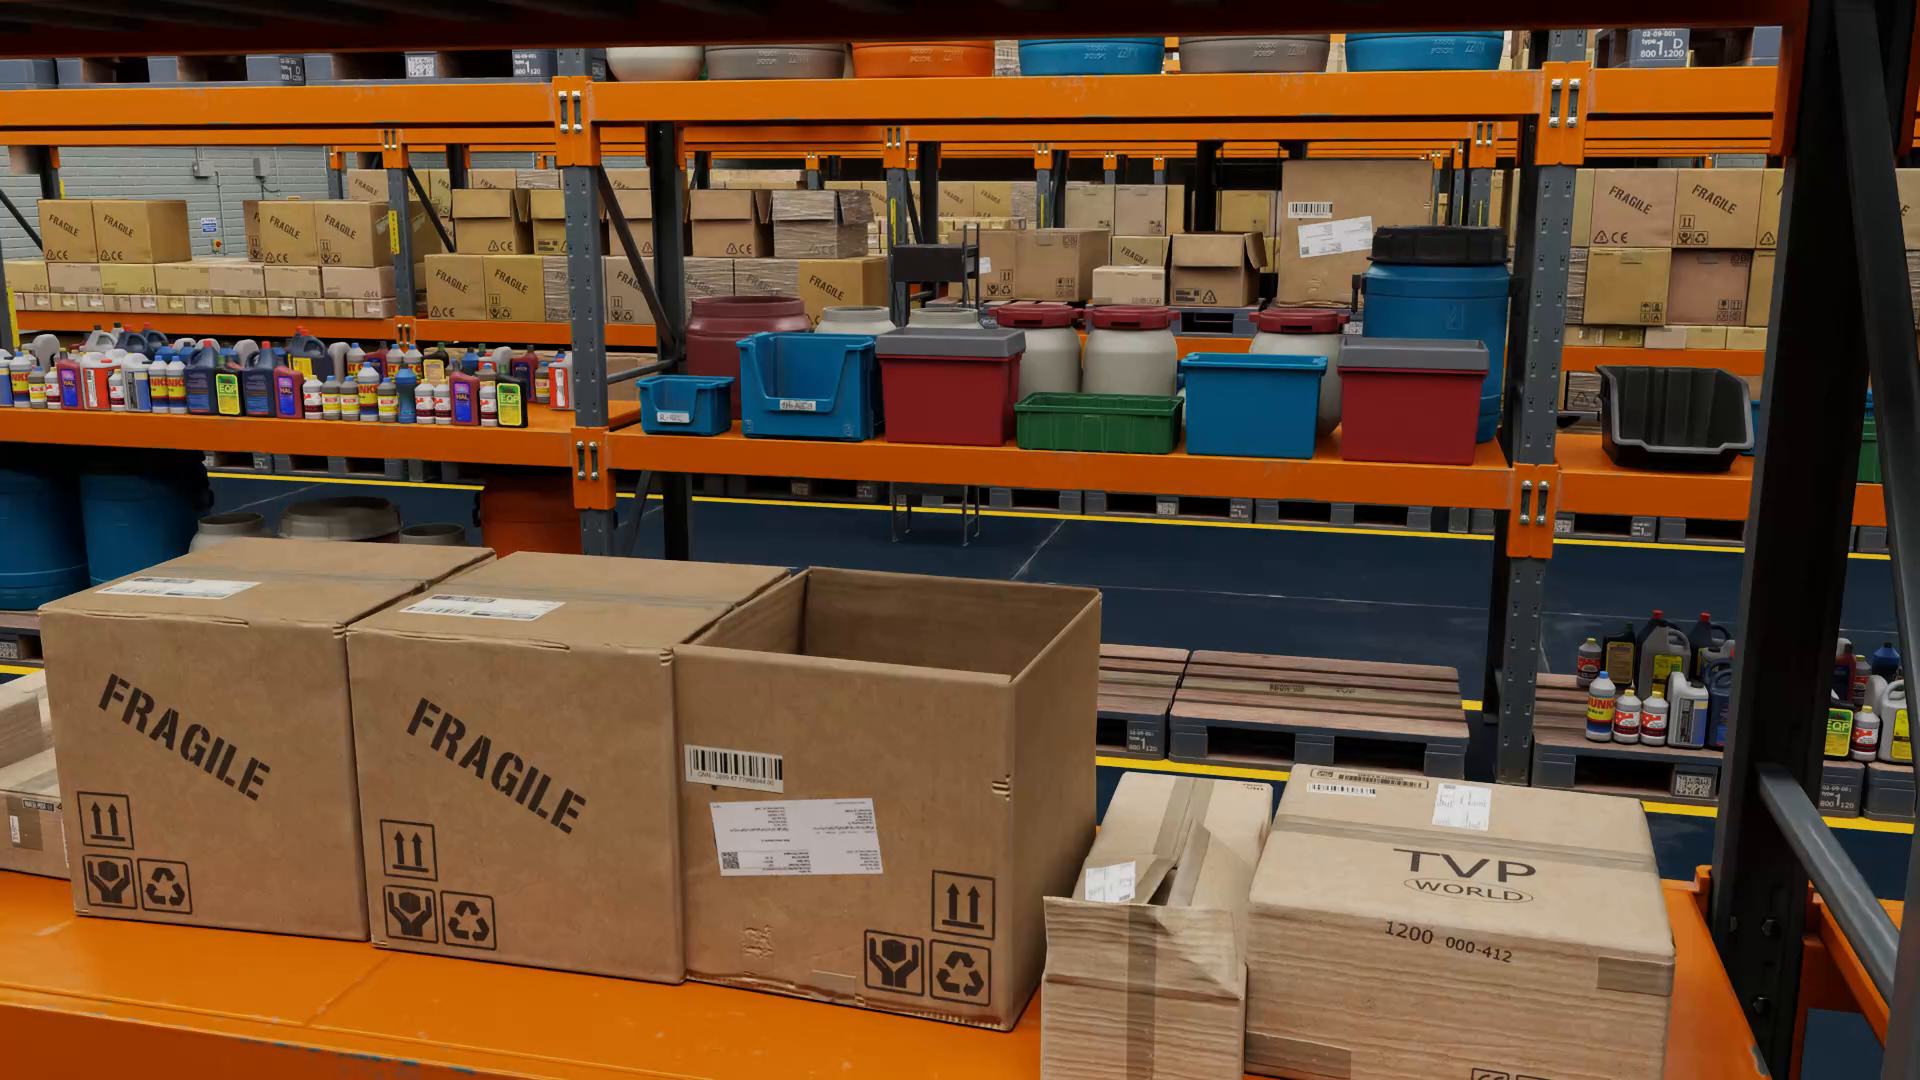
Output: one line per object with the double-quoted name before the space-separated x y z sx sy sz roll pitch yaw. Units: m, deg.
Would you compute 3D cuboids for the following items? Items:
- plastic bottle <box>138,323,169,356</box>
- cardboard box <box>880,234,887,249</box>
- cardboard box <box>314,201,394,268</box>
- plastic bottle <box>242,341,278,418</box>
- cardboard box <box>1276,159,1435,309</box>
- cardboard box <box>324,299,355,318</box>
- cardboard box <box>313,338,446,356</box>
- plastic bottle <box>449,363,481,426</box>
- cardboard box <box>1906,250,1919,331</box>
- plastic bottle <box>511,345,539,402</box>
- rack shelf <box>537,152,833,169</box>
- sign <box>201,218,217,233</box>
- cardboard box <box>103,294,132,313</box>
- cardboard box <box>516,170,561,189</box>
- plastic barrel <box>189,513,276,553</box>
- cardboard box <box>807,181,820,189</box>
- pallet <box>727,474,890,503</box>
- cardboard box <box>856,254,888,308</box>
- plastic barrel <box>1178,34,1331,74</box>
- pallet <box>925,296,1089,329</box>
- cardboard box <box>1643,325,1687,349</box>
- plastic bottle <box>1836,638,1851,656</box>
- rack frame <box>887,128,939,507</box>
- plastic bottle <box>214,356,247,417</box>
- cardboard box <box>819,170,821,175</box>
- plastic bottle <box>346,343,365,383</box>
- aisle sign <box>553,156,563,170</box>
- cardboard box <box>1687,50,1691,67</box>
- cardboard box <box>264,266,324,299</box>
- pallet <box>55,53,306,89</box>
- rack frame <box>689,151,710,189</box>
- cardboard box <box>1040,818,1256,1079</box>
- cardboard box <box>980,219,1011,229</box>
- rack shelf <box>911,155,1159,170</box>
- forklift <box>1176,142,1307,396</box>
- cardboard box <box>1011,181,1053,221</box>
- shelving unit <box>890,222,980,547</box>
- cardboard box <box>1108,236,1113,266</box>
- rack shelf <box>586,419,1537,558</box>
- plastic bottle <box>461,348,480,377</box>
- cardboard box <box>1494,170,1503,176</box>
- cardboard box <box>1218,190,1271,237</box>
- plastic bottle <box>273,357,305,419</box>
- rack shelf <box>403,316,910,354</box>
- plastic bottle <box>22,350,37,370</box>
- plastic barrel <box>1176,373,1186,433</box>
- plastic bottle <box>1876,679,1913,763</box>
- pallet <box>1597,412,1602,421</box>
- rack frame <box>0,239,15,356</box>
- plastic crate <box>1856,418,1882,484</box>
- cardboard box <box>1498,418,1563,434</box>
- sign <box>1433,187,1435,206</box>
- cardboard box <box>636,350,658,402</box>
"plastic bottle" -4.265 -0.972 8.802 0.185 0.351 0.144 3 13 14
"cardboard box" -0.647 -3.066 17.054 0.250 0.149 0.380 3 13 13
"cardboard box" -4.739 -2.431 13.196 0.500 0.500 0.500 3 13 15
"plastic bottle" -3.281 -0.760 7.848 0.185 0.351 0.144 3 13 14
"cardboard box" 2.801 -2.179 11.776 1.000 1.000 1.000 3 13 14
"cardboard box" -4.854 -1.863 13.287 0.250 0.149 0.380 3 13 15
"cardboard box" -4.850 -1.245 13.854 0.875 0.875 0.875 3 13 14
"plastic bottle" -2.251 -0.663 7.566 0.133 0.283 0.061 3 13 14
"cardboard box" 5.905 -1.667 10.905 0.500 0.500 0.875 3 13 14
"plastic bottle" -2.183 -0.837 8.349 0.133 0.283 0.061 3 13 14
"rack shelf" -3.796 -5.327 23.053 4.000 0.370 1.077 3 13 14
"sign" -11.289 -4.730 25.004 0.001 0.218 0.327 3 13 14
"cardboard box" -6.848 -1.970 13.767 0.250 0.149 0.380 3 13 12
"cardboard box" -4.460 -3.768 18.068 0.500 0.500 0.500 3 13 15
"plastic barrel" -3.677 0.142 8.442 0.421 0.512 0.421 0 13 0
"cardboard box" -2.259 -4.722 23.054 0.500 0.500 0.500 3 13 14
"pallet" -1.093 -0.514 13.061 1.213 0.211 1.003 3 13 14
"cardboard box" -0.752 -1.949 12.864 0.500 0.500 0.500 3 13 15
"plastic barrel" 1.171 -2.293 6.560 0.600 0.901 0.600 0 13 0
"pallet" 0.372 -1.710 12.458 1.003 0.211 1.213 3 13 14
"cardboard box" 4.642 -1.358 11.009 0.250 0.149 0.380 3 13 14
"plastic bottle" 3.703 0.555 7.081 0.135 0.276 0.152 3 13 15
"rack frame" -0.345 -1.818 12.503 0.127 3.000 1.000 3 13 14
"plastic bottle" -3.445 -0.727 7.853 0.133 0.283 0.061 3 13 14
"cardboard box" -2.099 -5.034 22.962 0.250 0.149 0.380 3 13 13
"plastic bottle" -3.102 -0.876 8.553 0.097 0.271 0.097 0 13 0
"aisle sign" -5.733 -5.655 23.797 0.004 0.787 0.394 3 13 14
"cardboard box" 4.562 -3.093 10.750 0.250 0.149 0.380 3 13 15
"cardboard box" -5.223 -2.092 13.396 0.500 0.250 0.500 3 13 15
"pallet" -3.529 -2.278 8.087 1.213 0.211 1.003 3 13 14
"rack frame" -2.942 -3.063 18.116 0.127 3.000 1.000 3 13 14
"cardboard box" 0.264 0.531 2.225 0.258 0.266 0.396 3 13 12
"cardboard box" 0.356 -3.158 16.778 0.250 0.149 0.380 3 13 11
"rack shelf" 1.273 -6.163 26.823 4.000 0.370 1.077 3 13 14
"forklift" 2.434 -2.111 13.981 1.130 2.935 3.031 3 13 12
"cardboard box" 0.965 -4.436 21.762 0.500 0.500 0.500 3 13 15
"shelving unit" -0.161 -1.034 11.045 0.503 2.100 0.431 3 13 14
"cardboard box" 1.313 -2.825 16.809 0.500 0.500 0.500 3 13 14
"rack shelf" 0.410 -0.322 7.419 4.000 0.370 1.077 3 13 14
"plastic bottle" -2.444 -0.827 8.334 0.097 0.271 0.097 0 13 0
"cardboard box" 6.779 -4.277 20.361 0.500 0.500 0.700 3 13 14
"cardboard box" 2.861 -3.289 16.593 0.500 0.500 0.700 3 13 13
"plastic bottle" -3.136 -0.710 7.779 0.133 0.283 0.061 3 13 14
"rack shelf" -2.287 -1.571 13.049 4.000 0.370 1.077 3 13 14
"plastic bottle" -4.967 -0.908 8.857 0.097 0.201 0.097 0 13 0
"plastic barrel" 1.103 -0.602 7.343 0.301 0.262 0.301 0 13 0
"plastic bottle" 3.632 0.670 6.387 0.185 0.351 0.144 3 13 13
"pallet" 6.733 -1.168 16.012 1.213 0.211 1.003 3 13 14
"rack frame" -5.415 -0.984 8.744 0.127 3.000 1.000 3 13 14
"plastic crate" 3.602 -0.336 6.311 0.662 0.188 0.450 3 13 14
"cardboard box" 3.917 -0.566 11.661 0.500 0.500 0.500 3 13 12
"sign" 5.783 -4.143 20.308 0.005 0.325 0.100 3 13 14
"cardboard box" -1.874 -1.074 13.085 0.875 0.875 1.225 3 13 14
